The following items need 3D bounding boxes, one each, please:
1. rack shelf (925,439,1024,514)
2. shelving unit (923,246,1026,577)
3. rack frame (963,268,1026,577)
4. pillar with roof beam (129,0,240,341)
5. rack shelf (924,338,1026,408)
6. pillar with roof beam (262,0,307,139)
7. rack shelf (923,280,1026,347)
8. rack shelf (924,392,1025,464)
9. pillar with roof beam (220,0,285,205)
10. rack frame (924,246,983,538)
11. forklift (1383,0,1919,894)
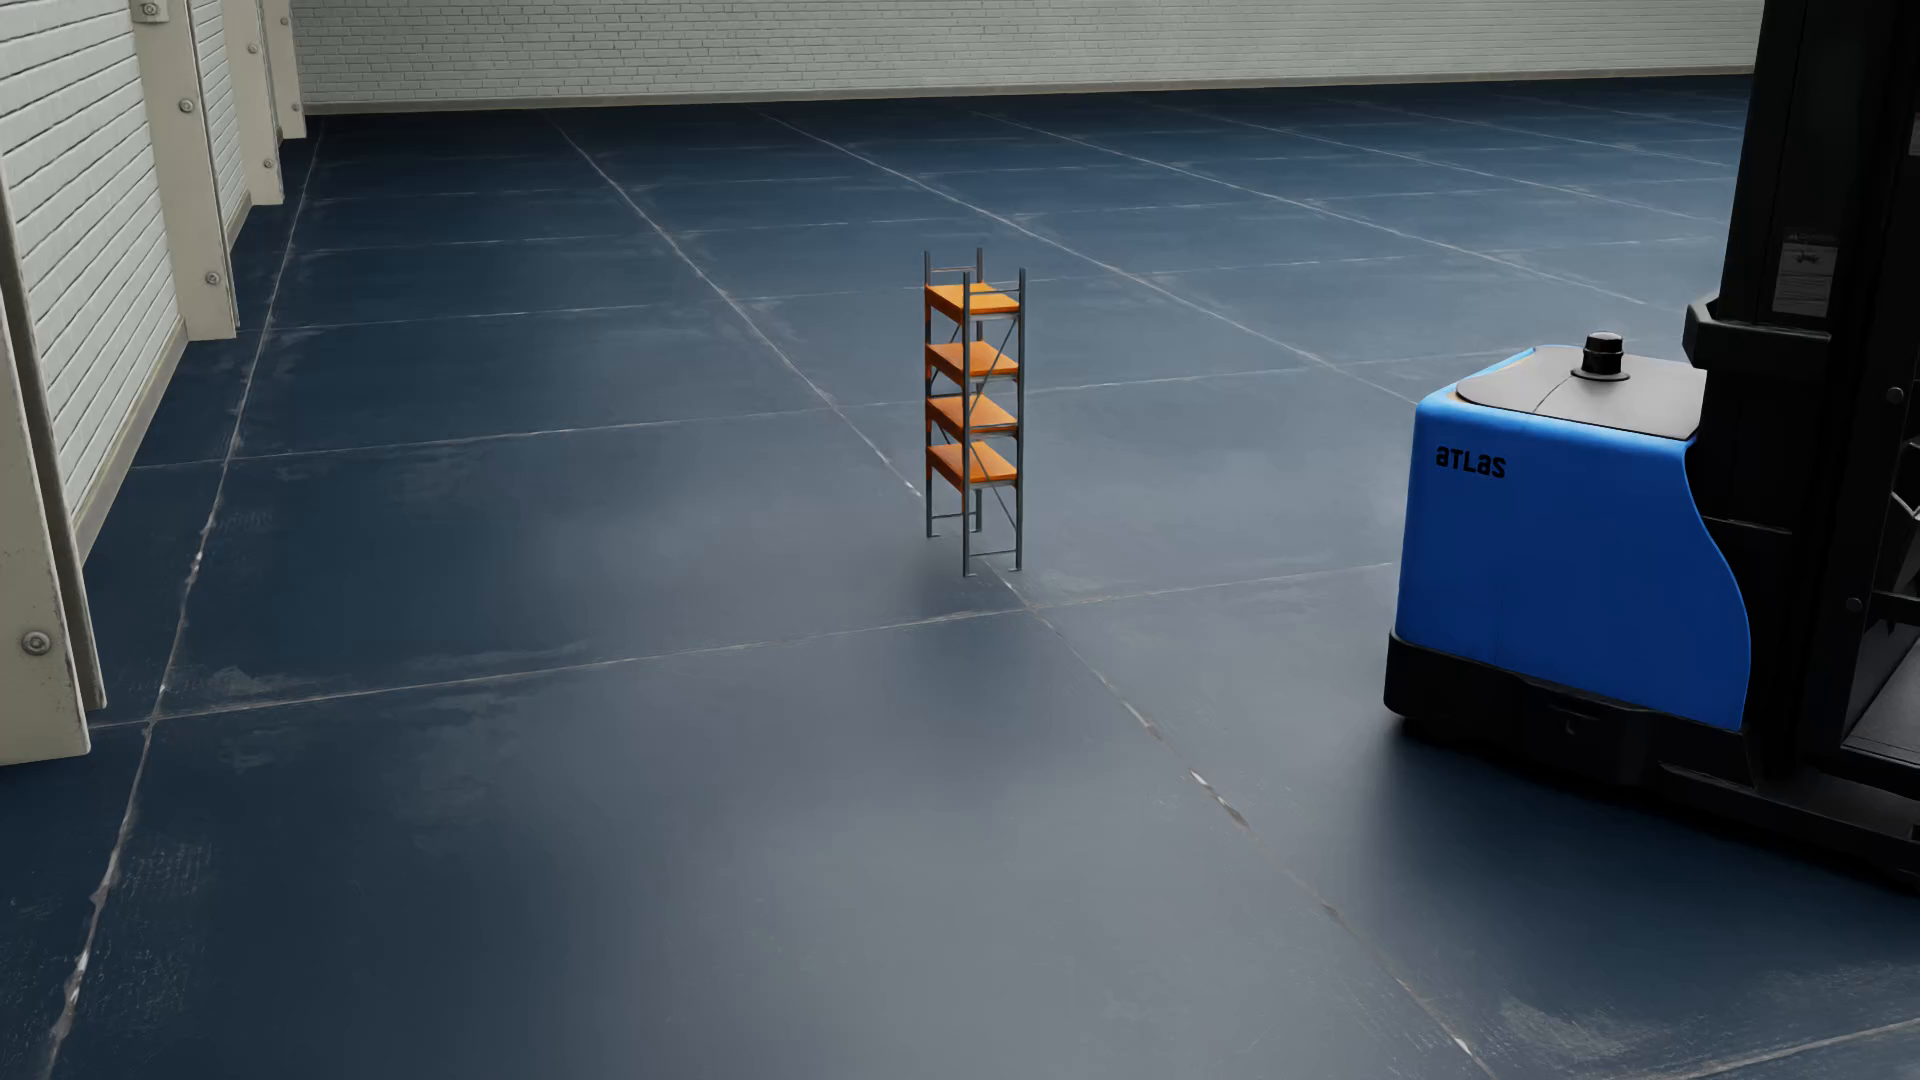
[{"bbox_3d":[0.052,-0.261,6.656,0.258,0.148,0.480,-6,21,-17],"label":"rack shelf"},{"bbox_3d":[0.052,-0.512,6.566,0.258,1.200,0.503,-6,21,-17],"label":"shelving unit"},{"bbox_3d":[0.129,-0.433,6.348,0.240,1.200,0.015,-6,21,-17],"label":"rack frame"},{"bbox_3d":[-0.676,-6.010,10.336,9.100,9.000,0.400,-6,21,-17],"label":"pillar with roof beam"},{"bbox_3d":[0.052,-0.659,6.513,0.258,0.148,0.480,-6,21,-17],"label":"rack shelf"},{"bbox_3d":[-4.448,-9.860,21.057,9.100,9.000,0.400,-6,21,-17],"label":"pillar with roof beam"},{"bbox_3d":[0.052,-0.881,6.433,0.258,0.148,0.480,-6,21,-17],"label":"rack shelf"},{"bbox_3d":[0.052,-0.448,6.589,0.258,0.148,0.480,-6,21,-17],"label":"rack shelf"},{"bbox_3d":[-2.562,-7.935,15.696,9.100,9.000,0.400,-6,21,-17],"label":"pillar with roof beam"},{"bbox_3d":[-0.025,-0.590,6.784,0.240,1.200,0.015,-6,21,-17],"label":"rack frame"},{"bbox_3d":[2.799,-0.598,4.244,3.031,2.935,1.130,16,25,37],"label":"forklift"}]
